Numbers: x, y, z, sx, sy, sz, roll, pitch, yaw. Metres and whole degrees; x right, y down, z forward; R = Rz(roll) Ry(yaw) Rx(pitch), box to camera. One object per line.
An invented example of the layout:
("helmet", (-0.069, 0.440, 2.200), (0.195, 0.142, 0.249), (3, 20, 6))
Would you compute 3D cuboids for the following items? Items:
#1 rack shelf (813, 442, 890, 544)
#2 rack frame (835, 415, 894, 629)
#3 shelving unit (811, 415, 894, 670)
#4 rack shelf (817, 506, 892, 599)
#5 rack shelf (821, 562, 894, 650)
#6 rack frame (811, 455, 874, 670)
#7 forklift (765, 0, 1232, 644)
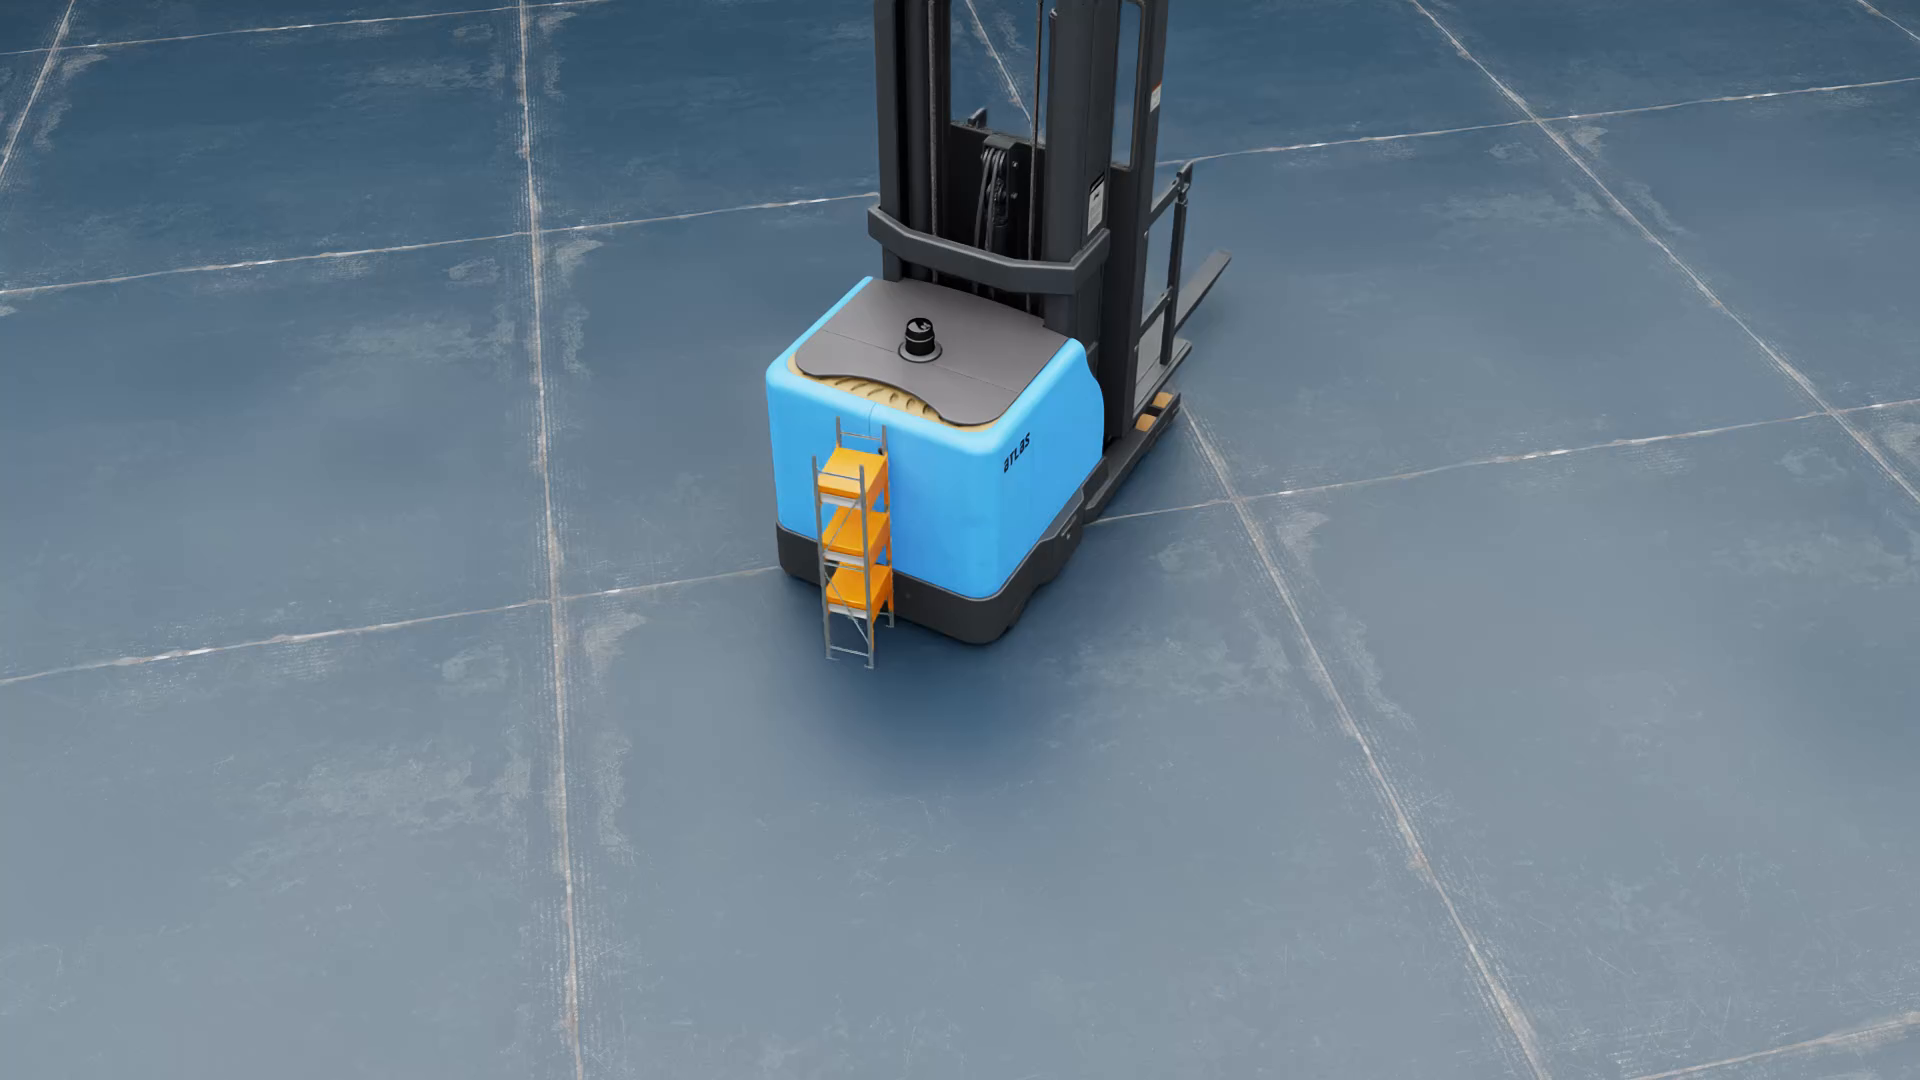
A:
("rack shelf", (-0.404, -0.176, 6.246), (0.215, 0.259, 0.240), (12, 43, 13))
("rack frame", (-0.368, -0.049, 6.515), (0.200, 1.050, 0.008), (12, 43, 13))
("shelving unit", (-0.404, 0.028, 6.428), (0.215, 1.050, 0.252), (12, 43, 13))
("rack shelf", (-0.404, 0.036, 6.435), (0.215, 0.259, 0.240), (12, 43, 13))
("rack shelf", (-0.404, 0.244, 6.619), (0.215, 0.259, 0.240), (12, 43, 13))
("rack frame", (-0.441, 0.105, 6.340), (0.200, 1.050, 0.008), (12, 43, 13))
("forklift", (0.383, -1.648, 6.899), (1.130, 2.935, 3.031), (20, 45, 21))
